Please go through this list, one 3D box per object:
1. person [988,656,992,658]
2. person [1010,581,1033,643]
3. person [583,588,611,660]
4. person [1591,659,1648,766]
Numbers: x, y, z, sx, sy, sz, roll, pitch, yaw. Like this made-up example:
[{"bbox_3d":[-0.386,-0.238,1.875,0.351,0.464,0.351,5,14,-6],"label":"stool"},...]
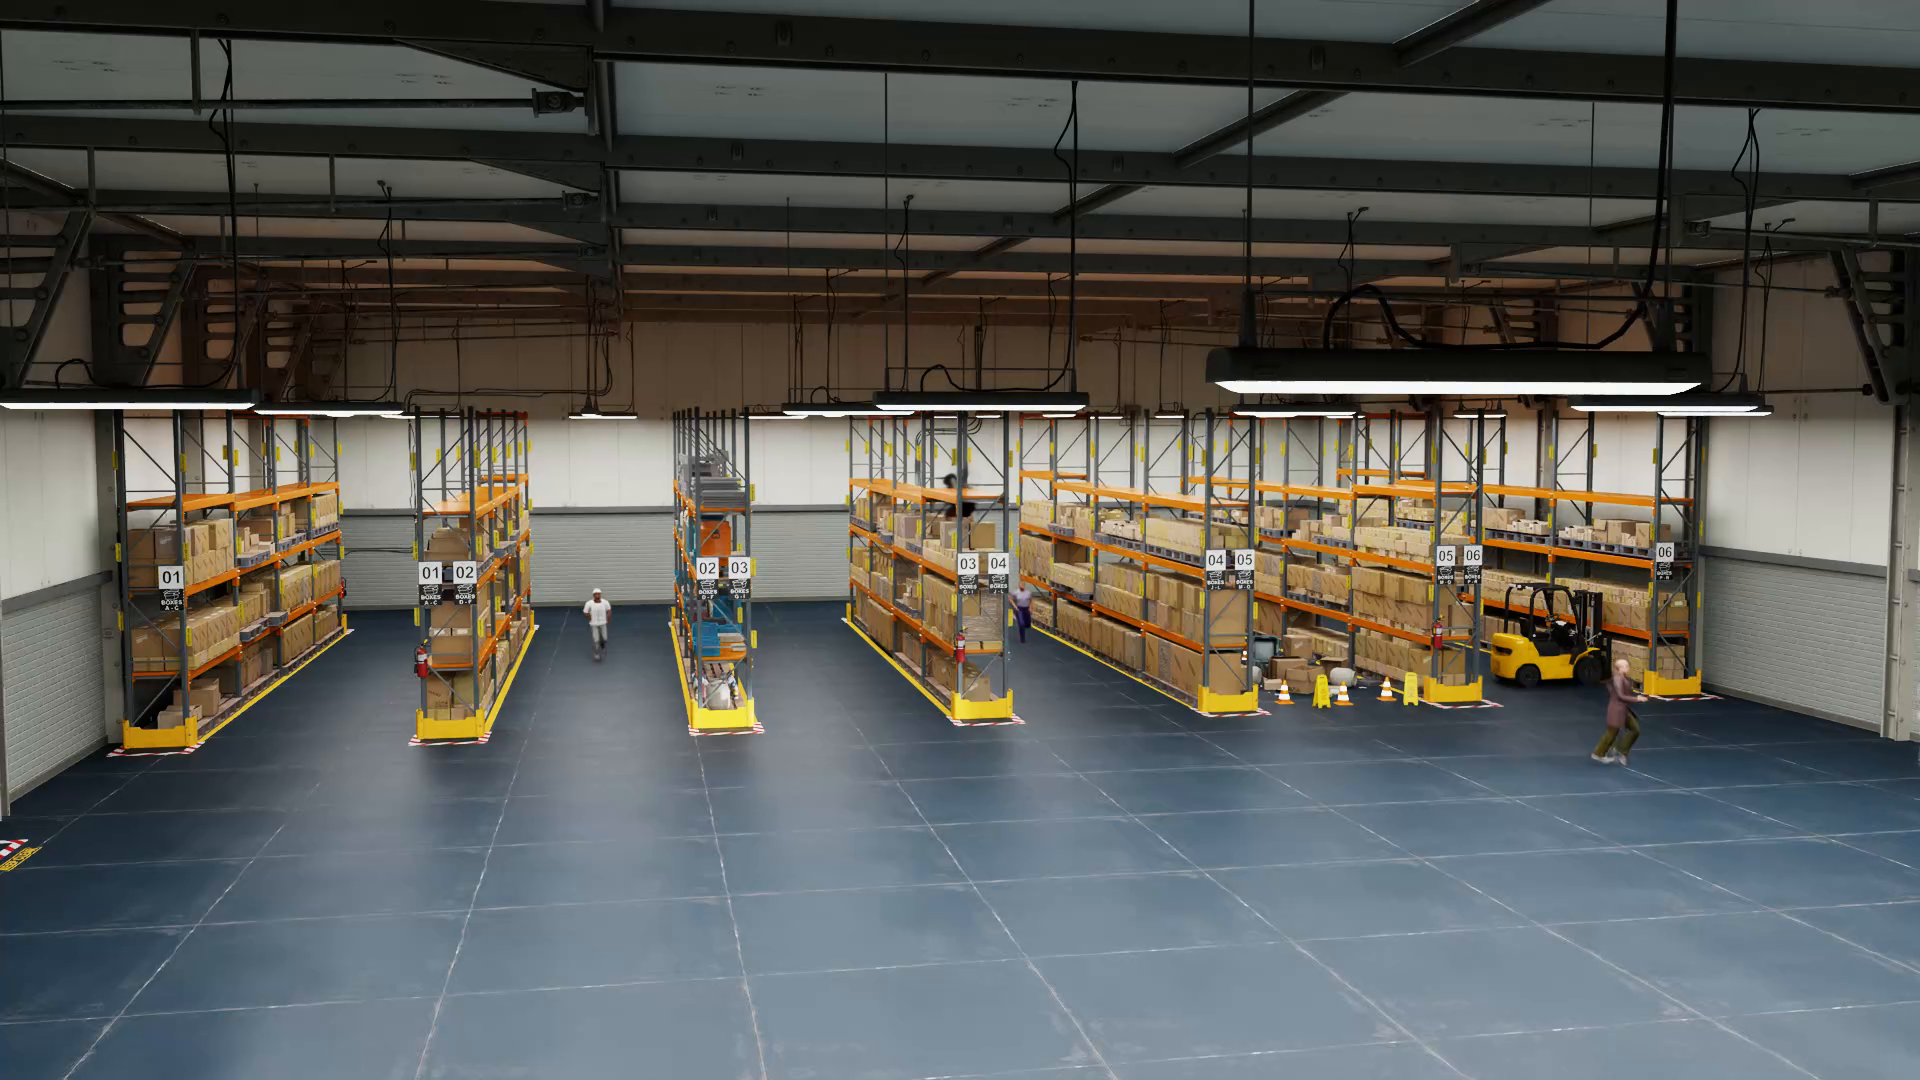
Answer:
[{"bbox_3d":[0.706,2.036,40.615,0.498,1.638,0.782,-2,4,-21],"label":"person"},{"bbox_3d":[1.621,1.869,43.347,0.616,1.592,0.688,-1,4,-14],"label":"person"},{"bbox_3d":[-8.659,2.018,39.836,0.681,1.721,0.593,-1,4,-20],"label":"person"},{"bbox_3d":[10.973,2.878,27.633,0.877,1.807,0.668,3,5,35],"label":"person"}]
